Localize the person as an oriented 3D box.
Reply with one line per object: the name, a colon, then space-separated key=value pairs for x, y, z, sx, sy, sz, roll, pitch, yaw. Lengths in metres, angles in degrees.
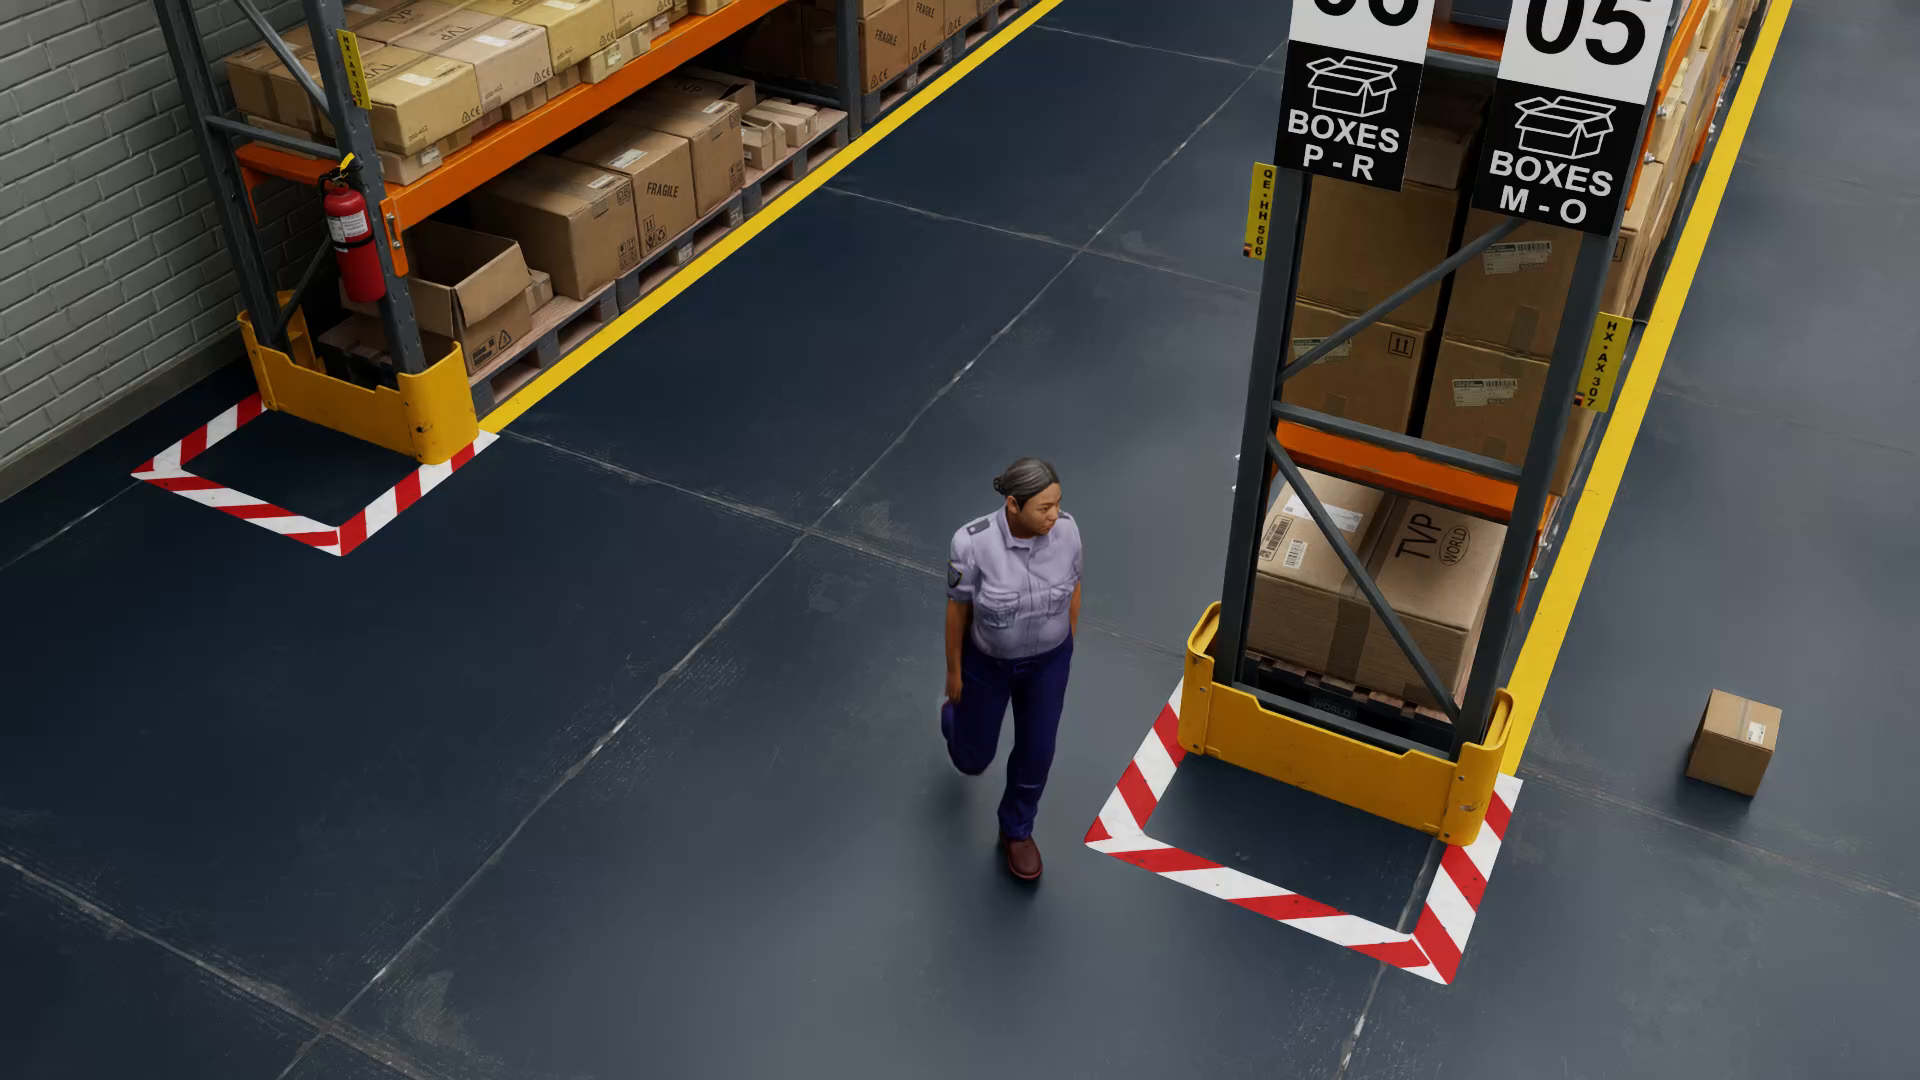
person: x=0.176 y=0.379 z=5.671 sx=0.495 sy=1.624 sz=0.703 roll=-9 pitch=39 yaw=-11
